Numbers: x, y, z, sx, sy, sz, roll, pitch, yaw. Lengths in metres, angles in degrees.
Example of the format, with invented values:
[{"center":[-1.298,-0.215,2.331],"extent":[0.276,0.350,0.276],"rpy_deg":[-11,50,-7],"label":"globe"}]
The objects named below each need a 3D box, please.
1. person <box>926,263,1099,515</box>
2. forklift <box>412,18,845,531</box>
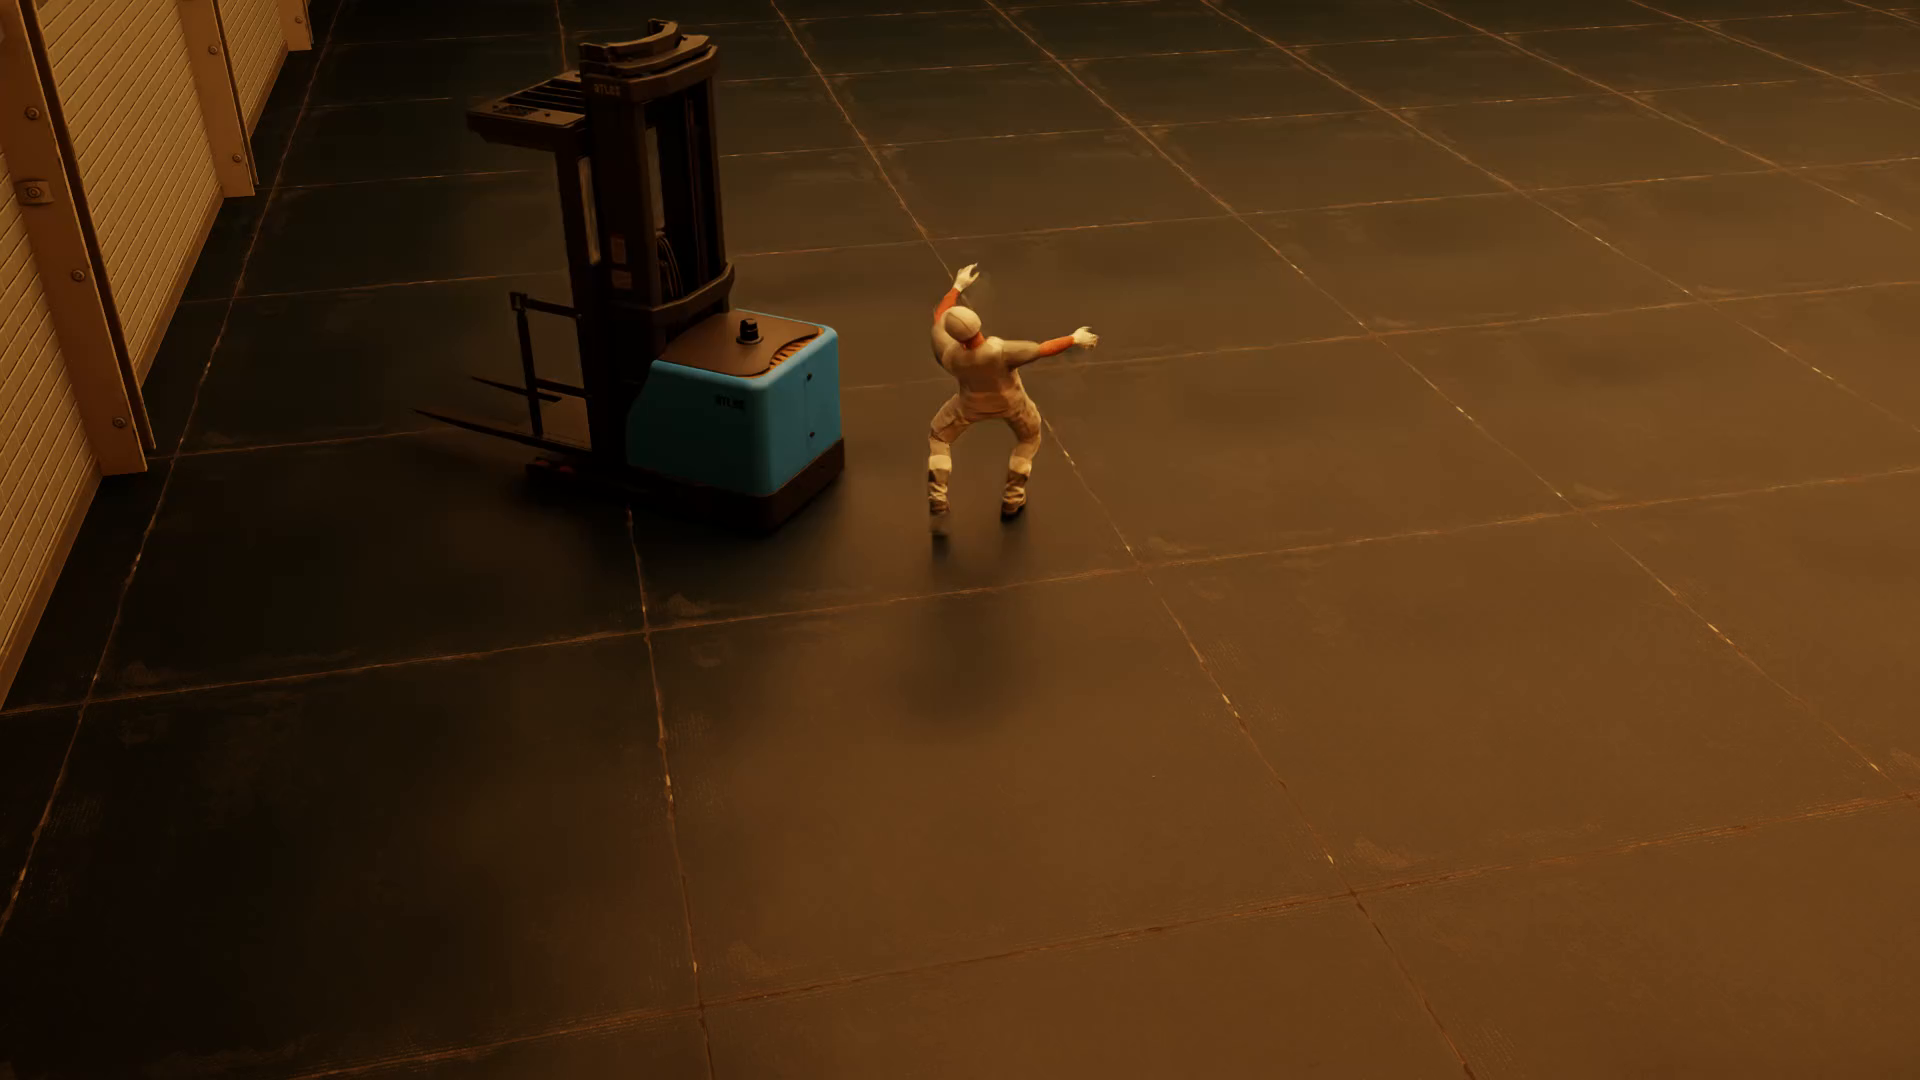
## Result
[{"center":[0.324,-0.886,10.436],"extent":[1.101,1.555,0.741],"rpy_deg":[-2,30,-3],"label":"person"},{"center":[-2.331,-1.818,10.715],"extent":[3.031,2.935,1.130],"rpy_deg":[14,33,22],"label":"forklift"}]
